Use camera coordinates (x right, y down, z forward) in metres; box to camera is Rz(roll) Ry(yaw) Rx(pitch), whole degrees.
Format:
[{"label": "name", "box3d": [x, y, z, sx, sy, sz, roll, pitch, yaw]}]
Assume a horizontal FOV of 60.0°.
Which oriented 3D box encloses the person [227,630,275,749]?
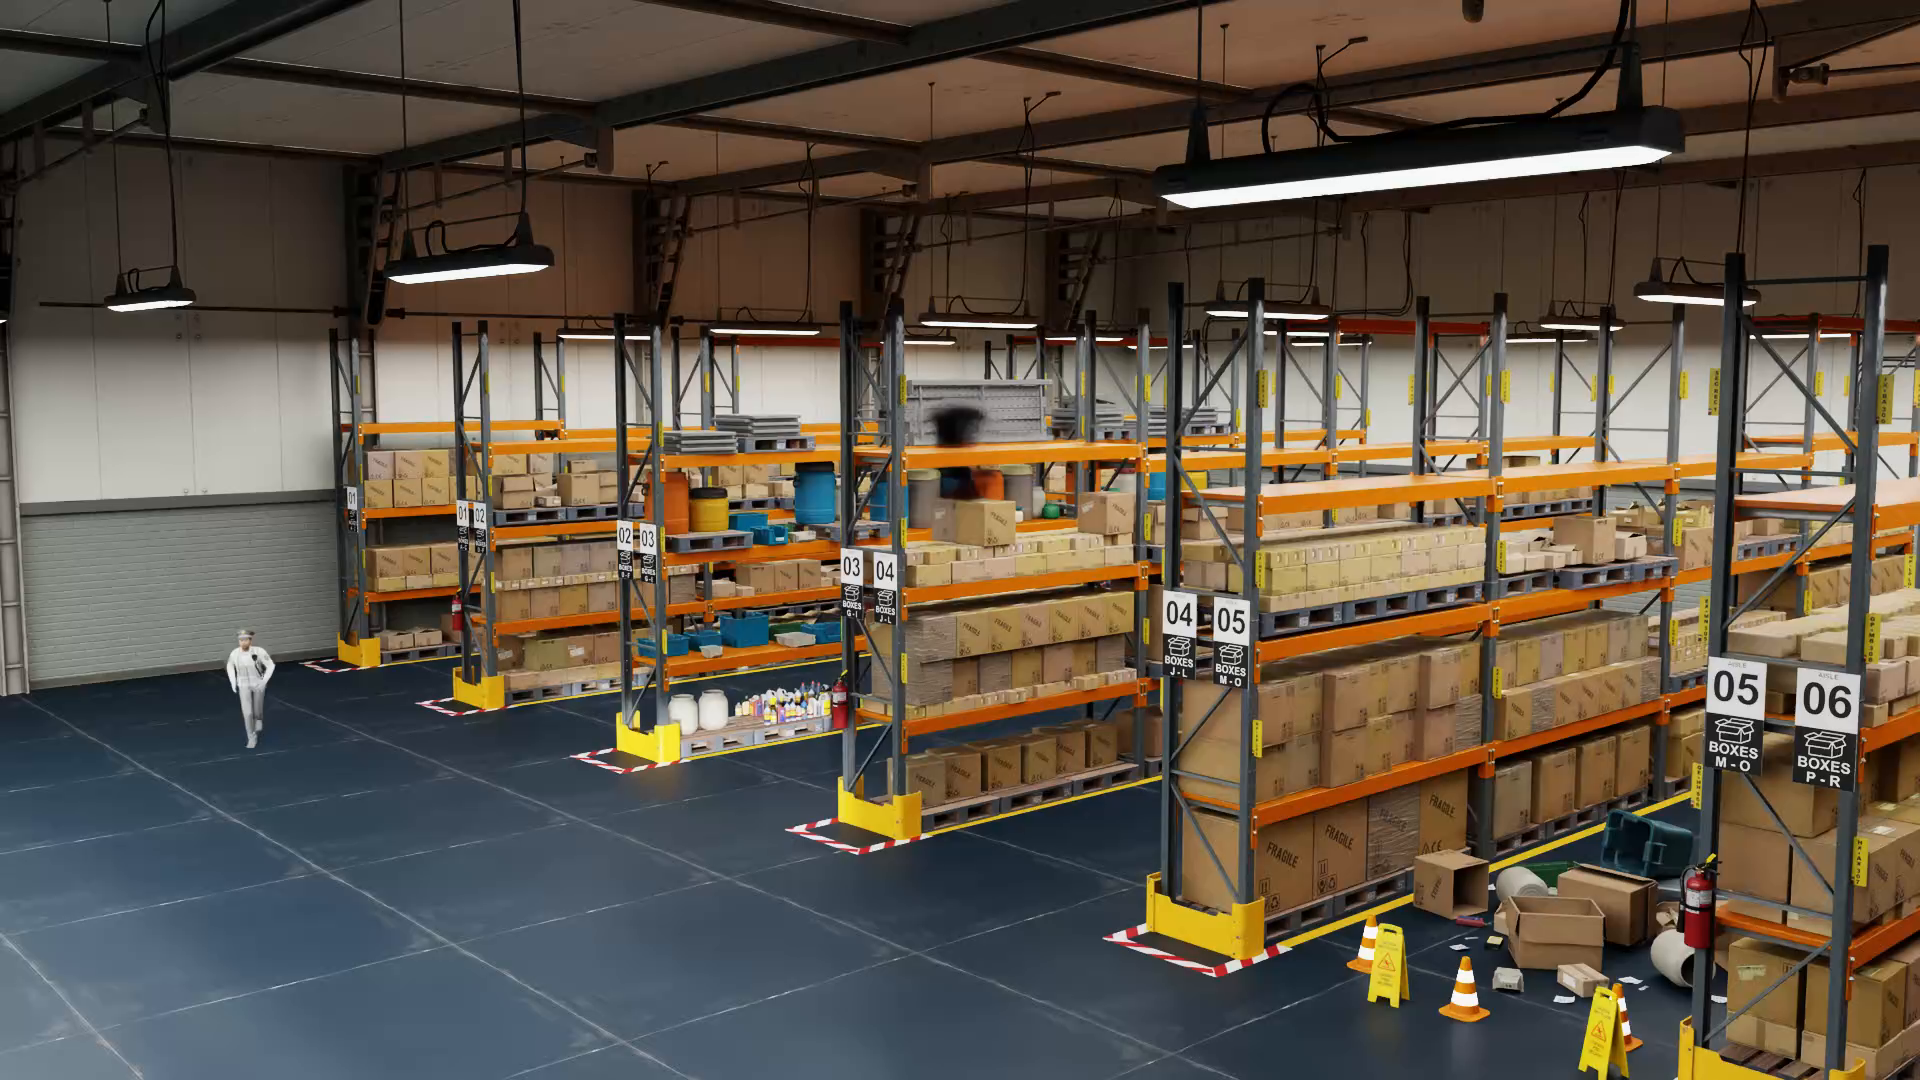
[{"label": "person", "box3d": [-9.935, 2.060, 23.358, 0.644, 1.698, 0.674, -1, 6, -11]}]
